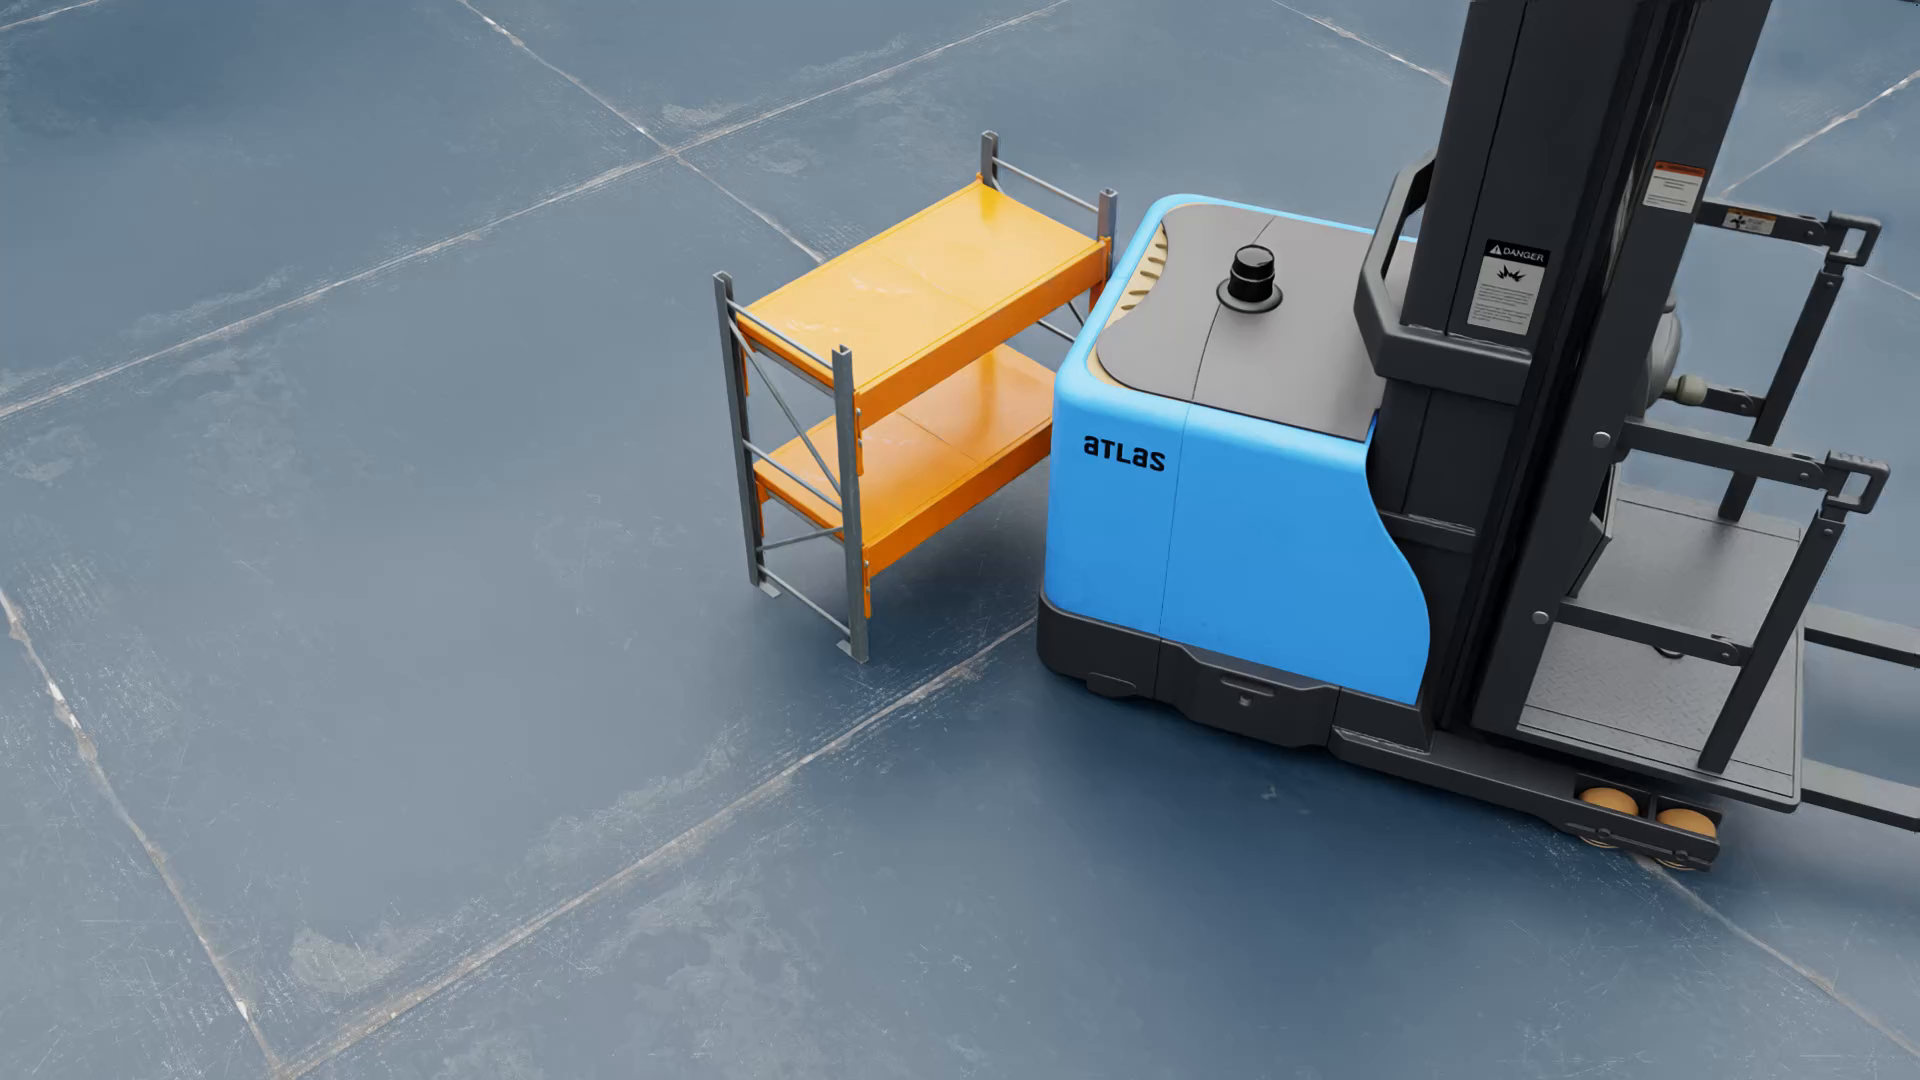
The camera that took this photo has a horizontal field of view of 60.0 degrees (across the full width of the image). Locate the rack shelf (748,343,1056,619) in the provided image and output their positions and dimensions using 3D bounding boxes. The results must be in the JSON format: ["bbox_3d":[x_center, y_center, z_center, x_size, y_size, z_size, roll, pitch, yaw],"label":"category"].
[{"bbox_3d":[-0.103,-0.242,5.043,0.538,0.278,1.000,34,53,31],"label":"rack shelf"}]

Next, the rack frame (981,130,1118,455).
[{"bbox_3d":[0.251,-0.670,5.142,0.500,1.125,0.032,34,53,31],"label":"rack frame"}]

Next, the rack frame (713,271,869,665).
[{"bbox_3d":[-0.457,-0.170,4.610,0.500,1.125,0.032,34,53,31],"label":"rack frame"}]

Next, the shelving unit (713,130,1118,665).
[{"bbox_3d":[-0.103,-0.420,4.876,0.538,1.125,1.048,34,53,31],"label":"shelving unit"}]

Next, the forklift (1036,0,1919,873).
[{"bbox_3d":[1.792,-0.624,3.773,3.031,2.935,1.130,15,45,15],"label":"forklift"}]

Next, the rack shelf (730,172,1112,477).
[{"bbox_3d":[-0.103,-0.633,4.675,0.538,0.278,1.000,34,53,31],"label":"rack shelf"}]
